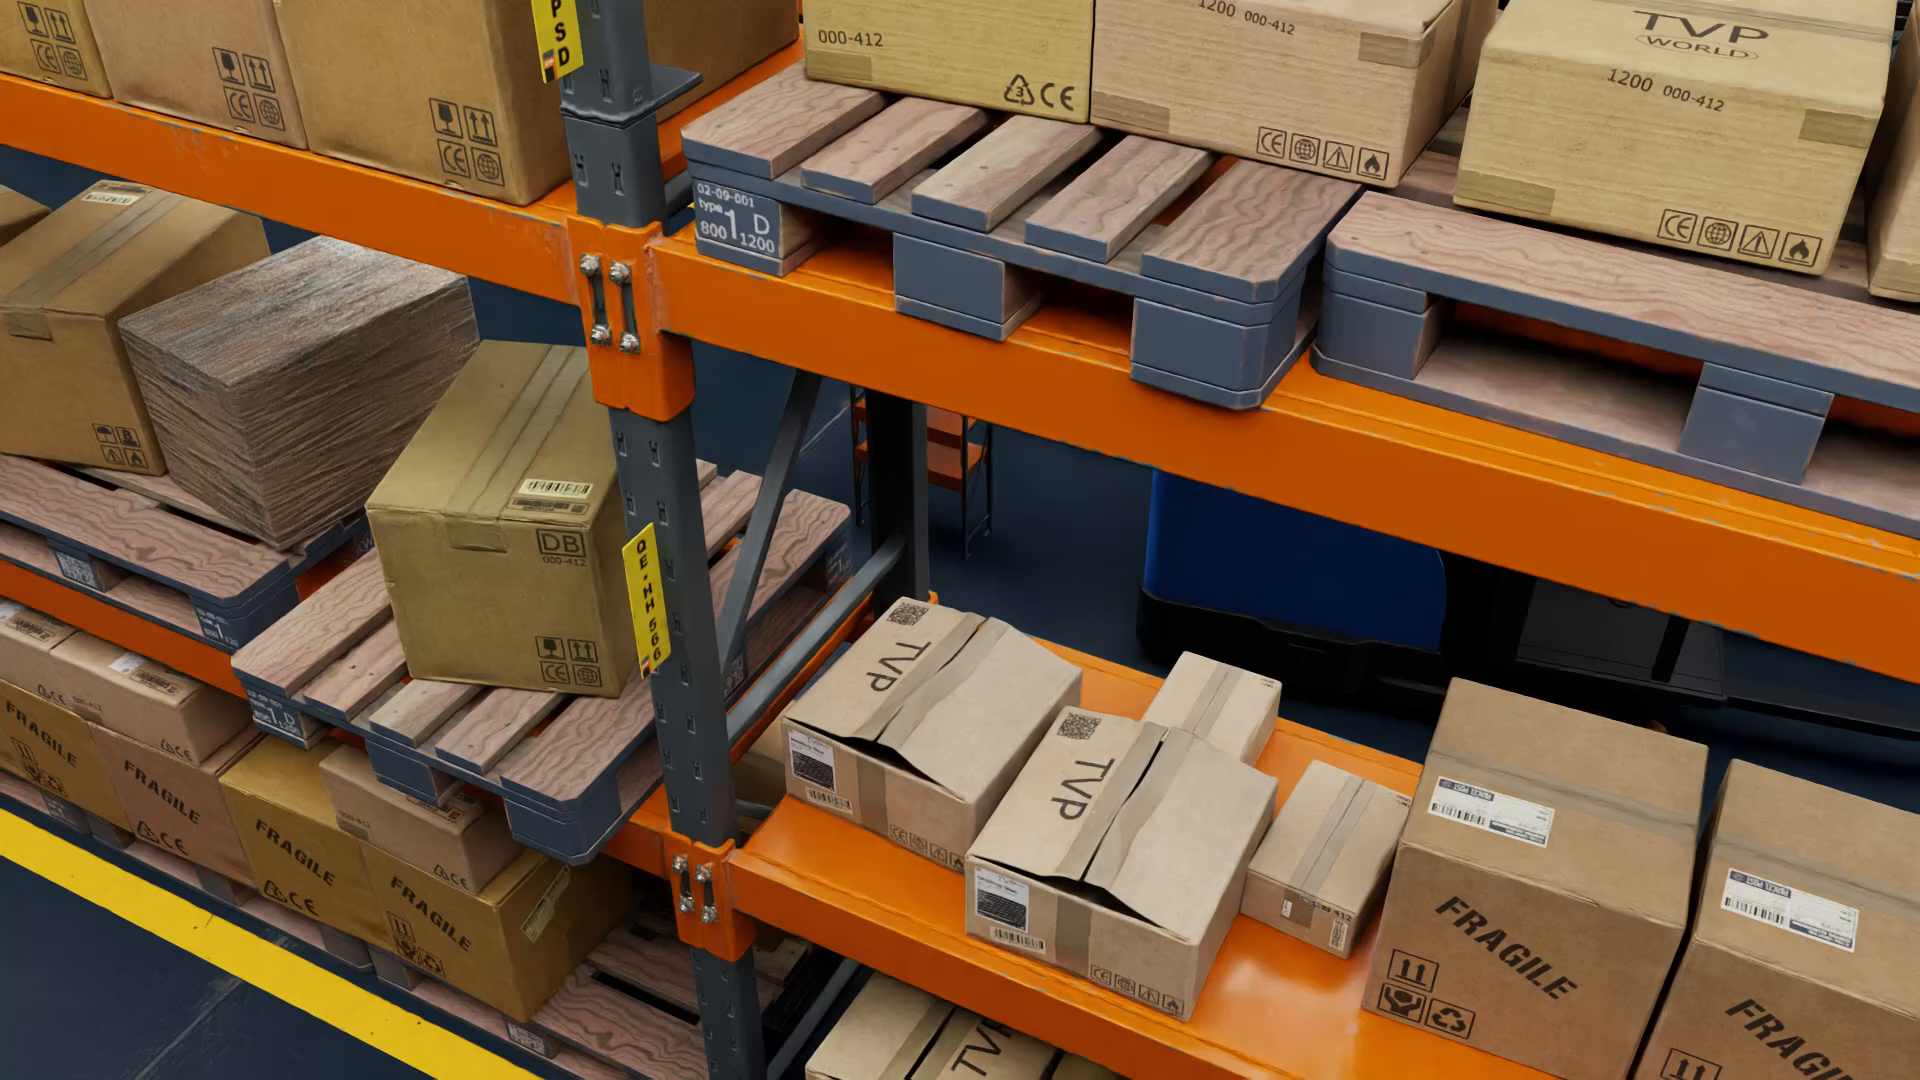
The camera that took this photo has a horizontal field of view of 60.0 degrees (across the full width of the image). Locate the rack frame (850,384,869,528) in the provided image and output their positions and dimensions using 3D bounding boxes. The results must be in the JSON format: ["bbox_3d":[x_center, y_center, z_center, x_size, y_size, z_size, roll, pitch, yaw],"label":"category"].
[{"bbox_3d":[-0.364,-0.592,6.537,0.015,1.200,0.240,17,41,21],"label":"rack frame"}]

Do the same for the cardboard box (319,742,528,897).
[{"bbox_3d":[-1.352,0.630,4.523,0.500,0.250,0.500,19,41,23],"label":"cardboard box"}]

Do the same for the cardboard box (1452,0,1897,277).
[{"bbox_3d":[1.044,-0.650,2.421,0.500,0.250,0.500,17,40,21],"label":"cardboard box"}]

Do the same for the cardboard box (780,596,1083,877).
[{"bbox_3d":[-0.059,0.415,3.796,0.500,0.311,0.500,20,42,24],"label":"cardboard box"}]

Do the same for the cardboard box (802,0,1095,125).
[{"bbox_3d":[0.067,-0.951,2.818,0.500,0.250,0.500,14,40,18],"label":"cardboard box"}]

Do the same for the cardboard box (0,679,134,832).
[{"bbox_3d":[-2.677,0.514,5.295,0.500,0.500,0.500,18,41,22],"label":"cardboard box"}]

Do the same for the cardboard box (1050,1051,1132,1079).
[{"bbox_3d":[0.439,1.405,3.882,0.500,0.311,0.500,16,40,20],"label":"cardboard box"}]

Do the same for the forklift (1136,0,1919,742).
[{"bbox_3d":[2.228,-0.751,5.315,3.031,2.935,1.130,11,38,14],"label":"forklift"}]

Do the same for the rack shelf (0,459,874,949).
[{"bbox_3d":[-2.138,-0.014,4.883,4.000,0.370,1.077,17,41,21],"label":"rack shelf"}]

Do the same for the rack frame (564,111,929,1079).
[{"bbox_3d":[-0.362,0.255,3.933,0.127,3.000,1.000,17,41,21],"label":"rack frame"}]

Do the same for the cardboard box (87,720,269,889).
[{"bbox_3d":[-2.228,0.655,5.110,0.500,0.500,0.500,16,40,20],"label":"cardboard box"}]

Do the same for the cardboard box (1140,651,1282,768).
[{"bbox_3d":[0.564,0.457,3.875,0.250,0.149,0.380,17,41,21],"label":"cardboard box"}]

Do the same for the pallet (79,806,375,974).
[{"bbox_3d":[-2.086,0.798,5.524,1.213,0.211,1.003,17,41,21],"label":"pallet"}]

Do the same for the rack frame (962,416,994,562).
[{"bbox_3d":[0.070,-0.456,6.359,0.015,1.200,0.240,17,41,21],"label":"rack frame"}]

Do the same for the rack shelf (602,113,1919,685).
[{"bbox_3d":[1.414,-0.097,2.511,4.000,0.370,1.077,17,41,21],"label":"rack shelf"}]

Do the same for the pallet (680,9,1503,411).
[{"bbox_3d":[0.282,-0.724,2.898,1.003,0.211,1.213,19,41,24],"label":"pallet"}]

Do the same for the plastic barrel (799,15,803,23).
[{"bbox_3d":[-1.157,-2.686,9.196,0.708,0.901,0.600,17,41,21],"label":"plastic barrel"}]

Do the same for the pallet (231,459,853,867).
[{"bbox_3d":[-0.996,0.181,4.189,1.003,0.211,1.213,17,41,21],"label":"pallet"}]

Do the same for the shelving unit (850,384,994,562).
[{"bbox_3d":[-0.147,-0.524,6.448,0.503,1.200,0.258,17,41,21],"label":"shelving unit"}]

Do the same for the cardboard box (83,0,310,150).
[{"bbox_3d":[-1.217,-1.224,3.318,0.500,0.500,0.910,17,41,21],"label":"cardboard box"}]

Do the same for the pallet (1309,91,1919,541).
[{"bbox_3d":[1.277,-0.414,2.490,1.213,0.211,1.003,19,41,24],"label":"pallet"}]

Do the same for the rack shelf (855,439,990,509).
[{"bbox_3d":[-0.147,-0.312,6.609,0.480,0.148,0.258,17,41,21],"label":"rack shelf"}]

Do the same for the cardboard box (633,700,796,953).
[{"bbox_3d":[-0.634,0.796,4.924,0.500,0.500,0.500,19,41,23],"label":"cardboard box"}]

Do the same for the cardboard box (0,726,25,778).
[{"bbox_3d":[-3.117,0.371,5.484,0.500,0.500,0.500,18,41,22],"label":"cardboard box"}]

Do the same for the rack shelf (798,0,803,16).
[{"bbox_3d":[0.144,-2.673,8.385,4.000,0.370,1.077,17,41,21],"label":"rack shelf"}]

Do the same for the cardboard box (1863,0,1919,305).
[{"bbox_3d":[1.521,-0.499,2.223,0.500,0.250,0.500,14,39,18],"label":"cardboard box"}]

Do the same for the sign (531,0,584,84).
[{"bbox_3d":[-0.613,-0.855,2.487,0.005,0.325,0.100,17,41,21],"label":"sign"}]

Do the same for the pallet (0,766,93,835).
[{"bbox_3d":[-3.174,0.460,5.970,1.213,0.211,1.003,17,41,21],"label":"pallet"}]

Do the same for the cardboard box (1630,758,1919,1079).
[{"bbox_3d":[1.603,0.820,3.107,0.500,0.500,0.500,17,41,22],"label":"cardboard box"}]

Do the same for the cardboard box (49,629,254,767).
[{"bbox_3d":[-2.262,0.347,4.895,0.500,0.250,0.500,17,40,21],"label":"cardboard box"}]

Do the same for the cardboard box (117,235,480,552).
[{"bbox_3d":[-1.697,-0.423,4.397,0.500,0.500,0.700,26,44,30],"label":"cardboard box"}]

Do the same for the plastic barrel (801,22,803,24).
[{"bbox_3d":[-0.528,-2.489,8.937,0.708,0.901,0.600,17,41,21],"label":"plastic barrel"}]

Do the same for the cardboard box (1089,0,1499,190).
[{"bbox_3d":[0.541,-0.815,2.639,0.500,0.250,0.500,18,41,23],"label":"cardboard box"}]

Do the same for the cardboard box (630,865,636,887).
[{"bbox_3d":[-1.102,0.653,5.112,0.500,0.500,0.500,16,40,20],"label":"cardboard box"}]

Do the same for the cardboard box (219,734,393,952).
[{"bbox_3d":[-1.759,0.798,4.922,0.500,0.500,0.500,16,40,20],"label":"cardboard box"}]

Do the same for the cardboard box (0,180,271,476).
[{"bbox_3d":[-2.316,-0.606,4.637,0.500,0.500,0.700,8,38,10],"label":"cardboard box"}]

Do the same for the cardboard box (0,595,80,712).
[{"bbox_3d":[-2.708,0.208,5.078,0.500,0.250,0.500,17,41,22],"label":"cardboard box"}]

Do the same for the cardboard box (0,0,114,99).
[{"bbox_3d":[-1.679,-1.369,3.509,0.500,0.500,0.910,17,41,21],"label":"cardboard box"}]

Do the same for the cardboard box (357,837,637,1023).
[{"bbox_3d":[-1.300,0.942,4.732,0.500,0.500,0.500,19,41,23],"label":"cardboard box"}]

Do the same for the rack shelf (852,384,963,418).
[{"bbox_3d":[-0.147,-0.649,6.353,0.480,0.148,0.258,17,41,21],"label":"rack shelf"}]

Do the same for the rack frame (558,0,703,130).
[{"bbox_3d":[-0.362,-2.134,2.119,0.127,3.000,1.000,17,41,21],"label":"rack frame"}]

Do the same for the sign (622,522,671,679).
[{"bbox_3d":[-0.603,0.120,3.219,0.005,0.325,0.100,17,41,21],"label":"sign"}]

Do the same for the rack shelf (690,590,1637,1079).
[{"bbox_3d":[1.414,1.098,3.418,4.000,0.370,1.077,17,41,21],"label":"rack shelf"}]

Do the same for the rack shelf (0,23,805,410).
[{"bbox_3d":[-2.138,-1.209,3.976,4.000,0.370,1.077,17,41,21],"label":"rack shelf"}]

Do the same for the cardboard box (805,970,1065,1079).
[{"bbox_3d":[-0.032,1.263,4.068,0.500,0.311,0.500,19,41,23],"label":"cardboard box"}]

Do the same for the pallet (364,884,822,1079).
[{"bbox_3d":[-1.007,1.138,5.076,1.213,0.211,1.003,17,41,21],"label":"pallet"}]

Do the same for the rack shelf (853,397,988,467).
[{"bbox_3d":[-0.147,-0.470,6.489,0.480,0.148,0.258,17,41,21],"label":"rack shelf"}]

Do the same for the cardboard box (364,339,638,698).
[{"bbox_3d":[-0.973,-0.066,3.927,0.500,0.500,0.700,5,37,6],"label":"cardboard box"}]

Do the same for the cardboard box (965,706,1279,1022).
[{"bbox_3d":[0.344,0.643,3.495,0.500,0.311,0.500,17,40,21],"label":"cardboard box"}]

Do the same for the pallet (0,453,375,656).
[{"bbox_3d":[-2.091,-0.207,4.700,1.213,0.211,1.003,17,41,21],"label":"pallet"}]

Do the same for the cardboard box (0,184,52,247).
[{"bbox_3d":[-2.956,-0.655,4.702,0.500,0.500,0.700,24,43,28],"label":"cardboard box"}]

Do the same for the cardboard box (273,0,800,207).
[{"bbox_3d":[-0.764,-1.083,3.132,0.500,0.500,0.910,17,41,21],"label":"cardboard box"}]

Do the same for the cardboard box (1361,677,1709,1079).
[{"bbox_3d":[1.136,0.673,3.299,0.500,0.500,0.500,15,40,19],"label":"cardboard box"}]

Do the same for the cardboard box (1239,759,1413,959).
[{"bbox_3d":[0.797,0.680,3.581,0.250,0.149,0.380,20,42,25],"label":"cardboard box"}]
